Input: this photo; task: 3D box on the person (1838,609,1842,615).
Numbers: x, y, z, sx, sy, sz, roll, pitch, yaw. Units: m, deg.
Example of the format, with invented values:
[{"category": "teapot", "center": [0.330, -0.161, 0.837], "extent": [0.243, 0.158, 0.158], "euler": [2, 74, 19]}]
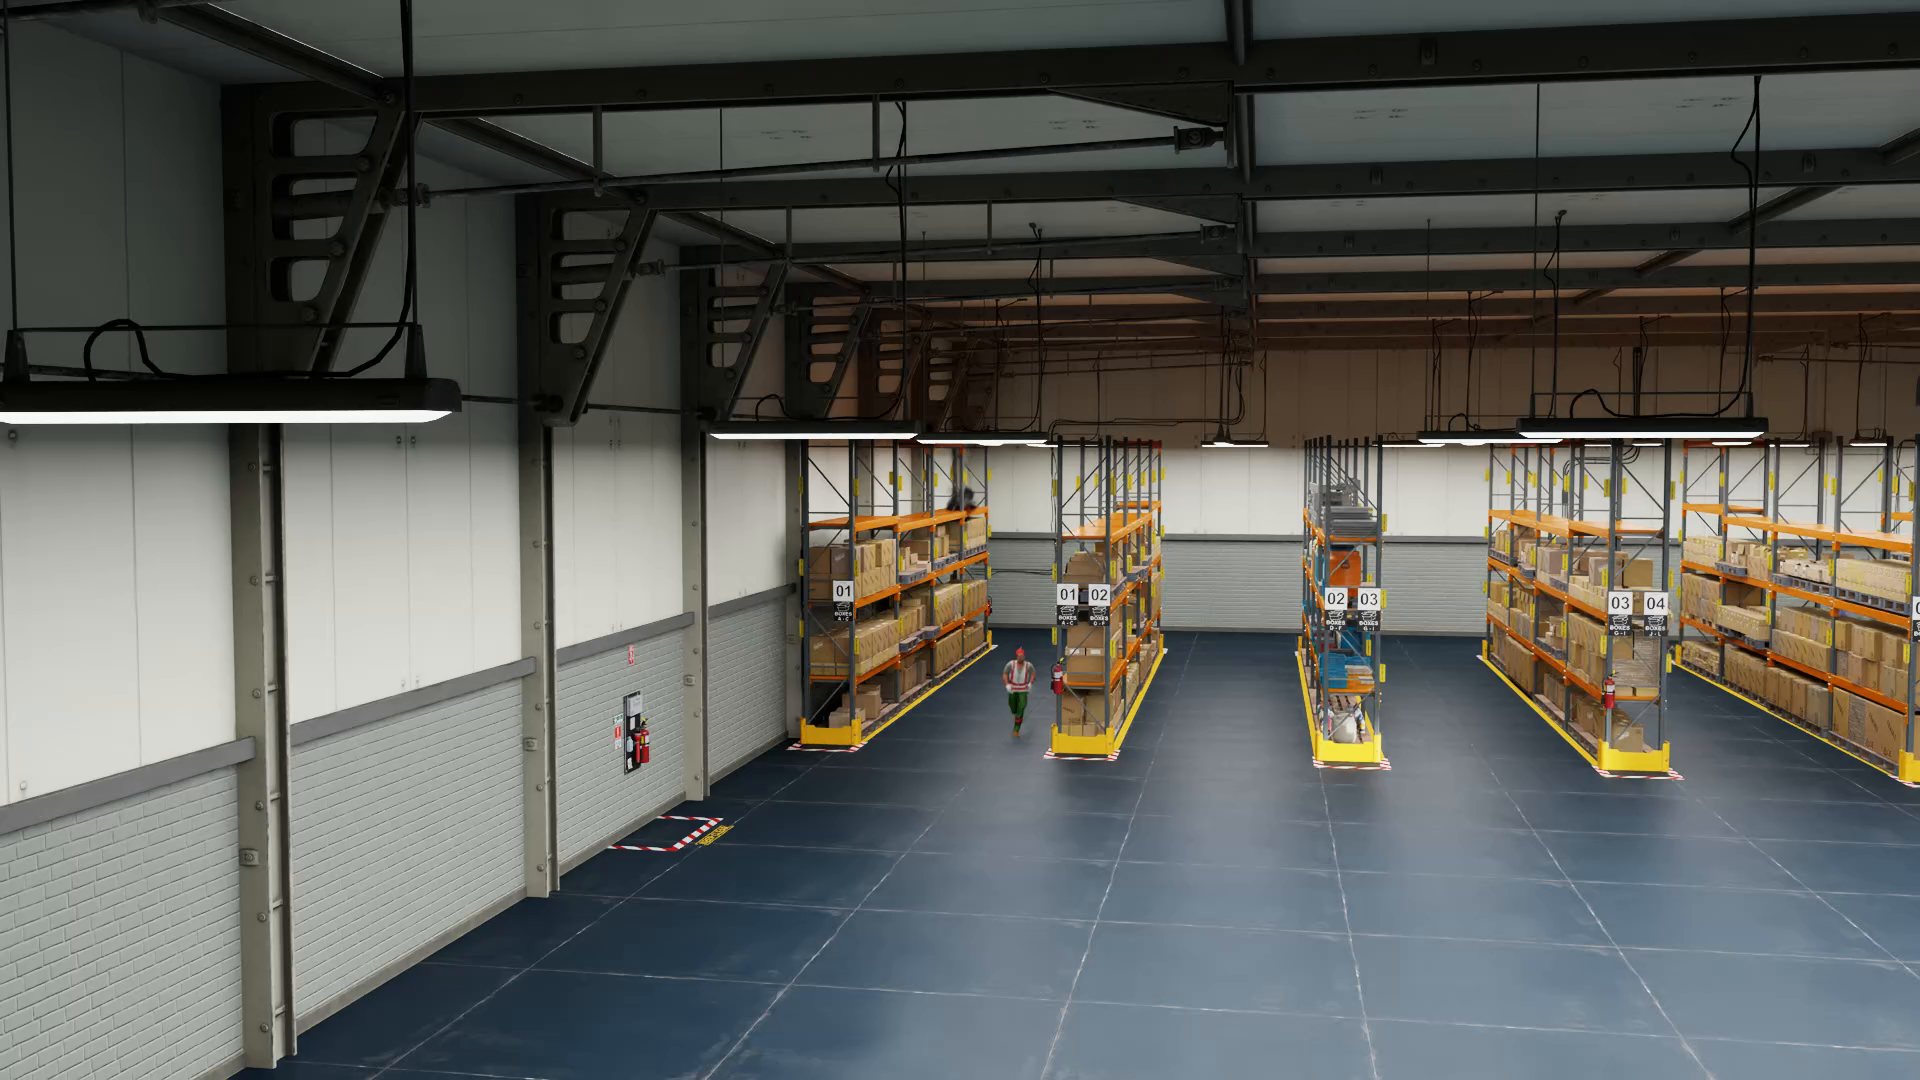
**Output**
[{"category": "person", "center": [23.722, 2.482, 45.070], "extent": [0.584, 1.602, 0.574], "euler": [0, 3, 5]}]

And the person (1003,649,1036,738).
[{"category": "person", "center": [1.195, 3.051, 33.517], "extent": [0.659, 1.766, 0.986], "euler": [0, 3, 5]}]

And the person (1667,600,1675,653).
[{"category": "person", "center": [19.355, 2.444, 45.640], "extent": [0.705, 1.631, 0.640], "euler": [-1, 3, -10]}]
